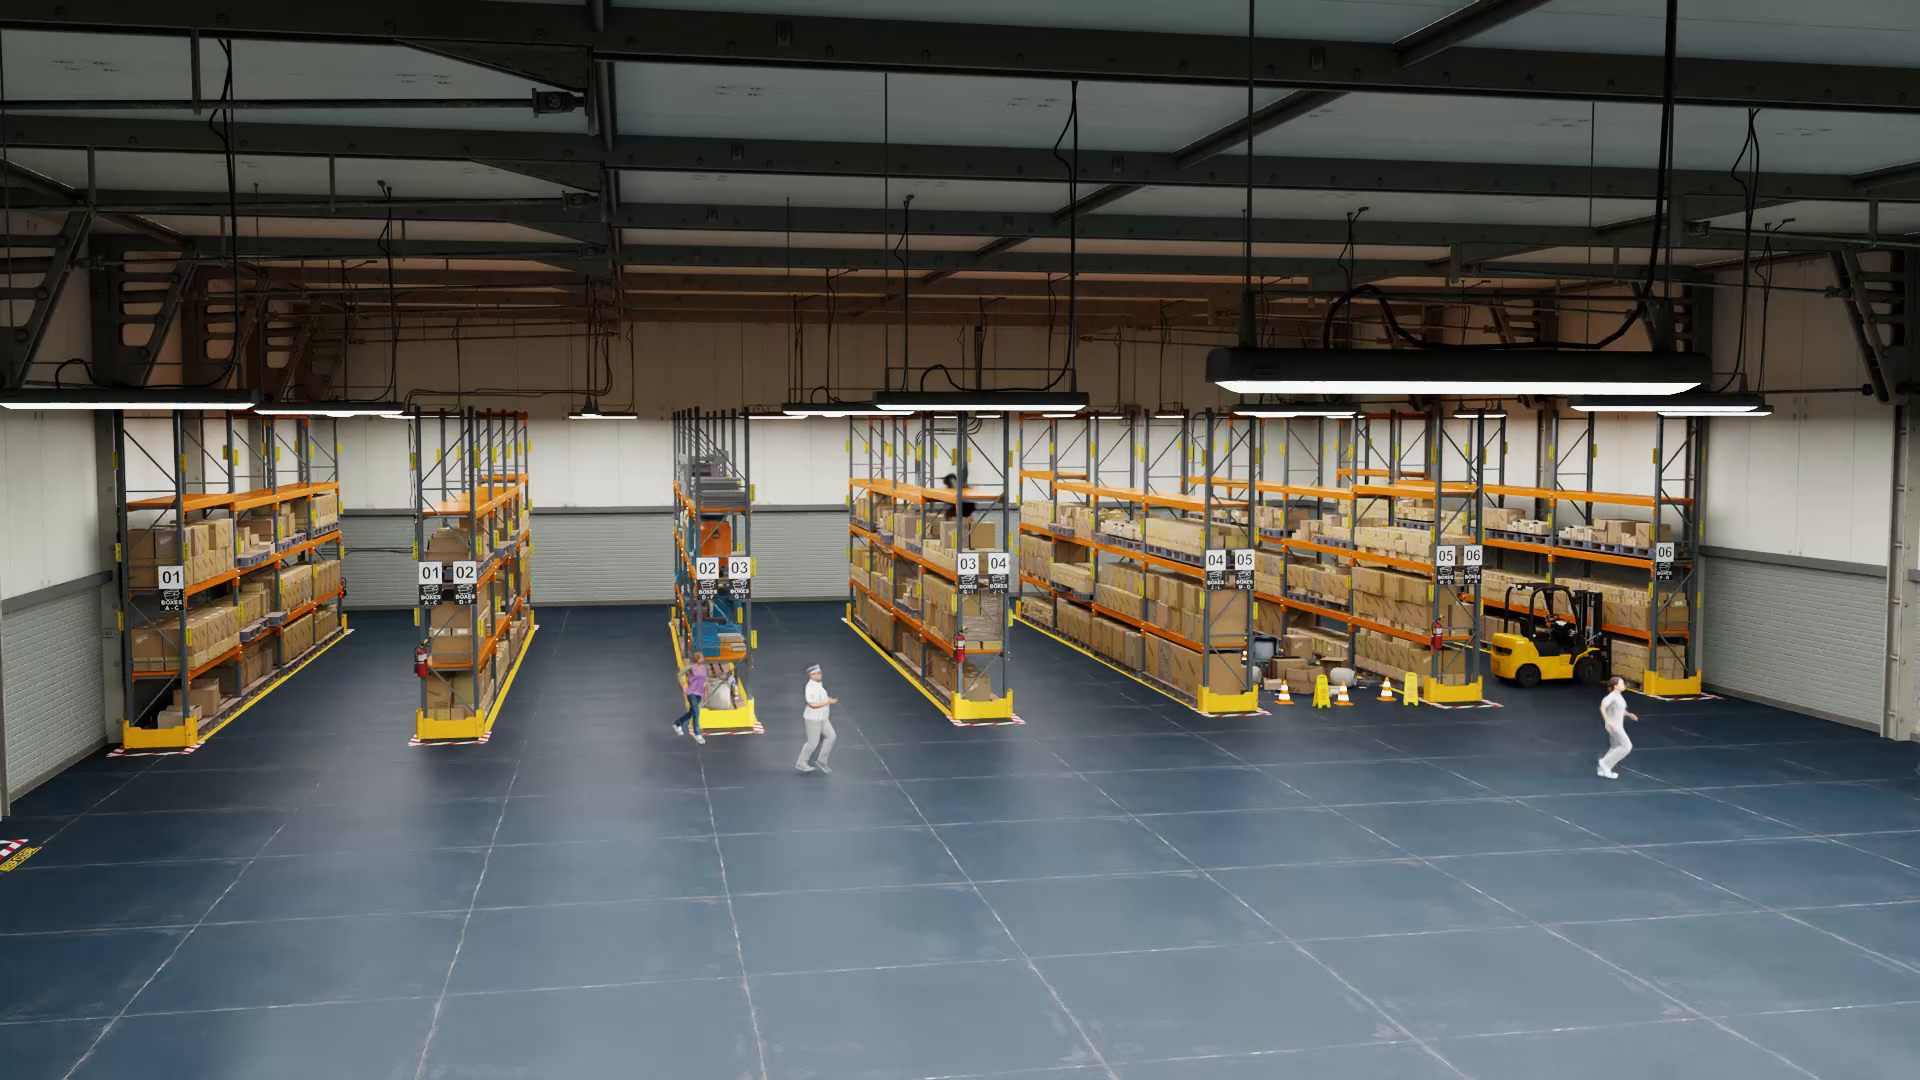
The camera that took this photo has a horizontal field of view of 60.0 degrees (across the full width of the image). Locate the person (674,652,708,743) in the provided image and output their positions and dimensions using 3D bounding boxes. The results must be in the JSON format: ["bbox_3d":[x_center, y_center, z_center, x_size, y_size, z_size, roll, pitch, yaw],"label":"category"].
[{"bbox_3d":[-4.781,2.801,29.961,0.860,1.585,0.579,3,5,35],"label":"person"}]

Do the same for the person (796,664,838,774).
[{"bbox_3d":[-2.308,2.926,27.008,0.727,1.836,0.640,1,4,14],"label":"person"}]

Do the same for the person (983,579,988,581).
[{"bbox_3d":[0.485,1.362,49.198,0.950,1.700,0.851,-2,4,-24],"label":"person"}]

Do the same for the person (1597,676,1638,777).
[{"bbox_3d":[10.552,3.002,26.681,0.568,1.637,0.573,2,5,30],"label":"person"}]
